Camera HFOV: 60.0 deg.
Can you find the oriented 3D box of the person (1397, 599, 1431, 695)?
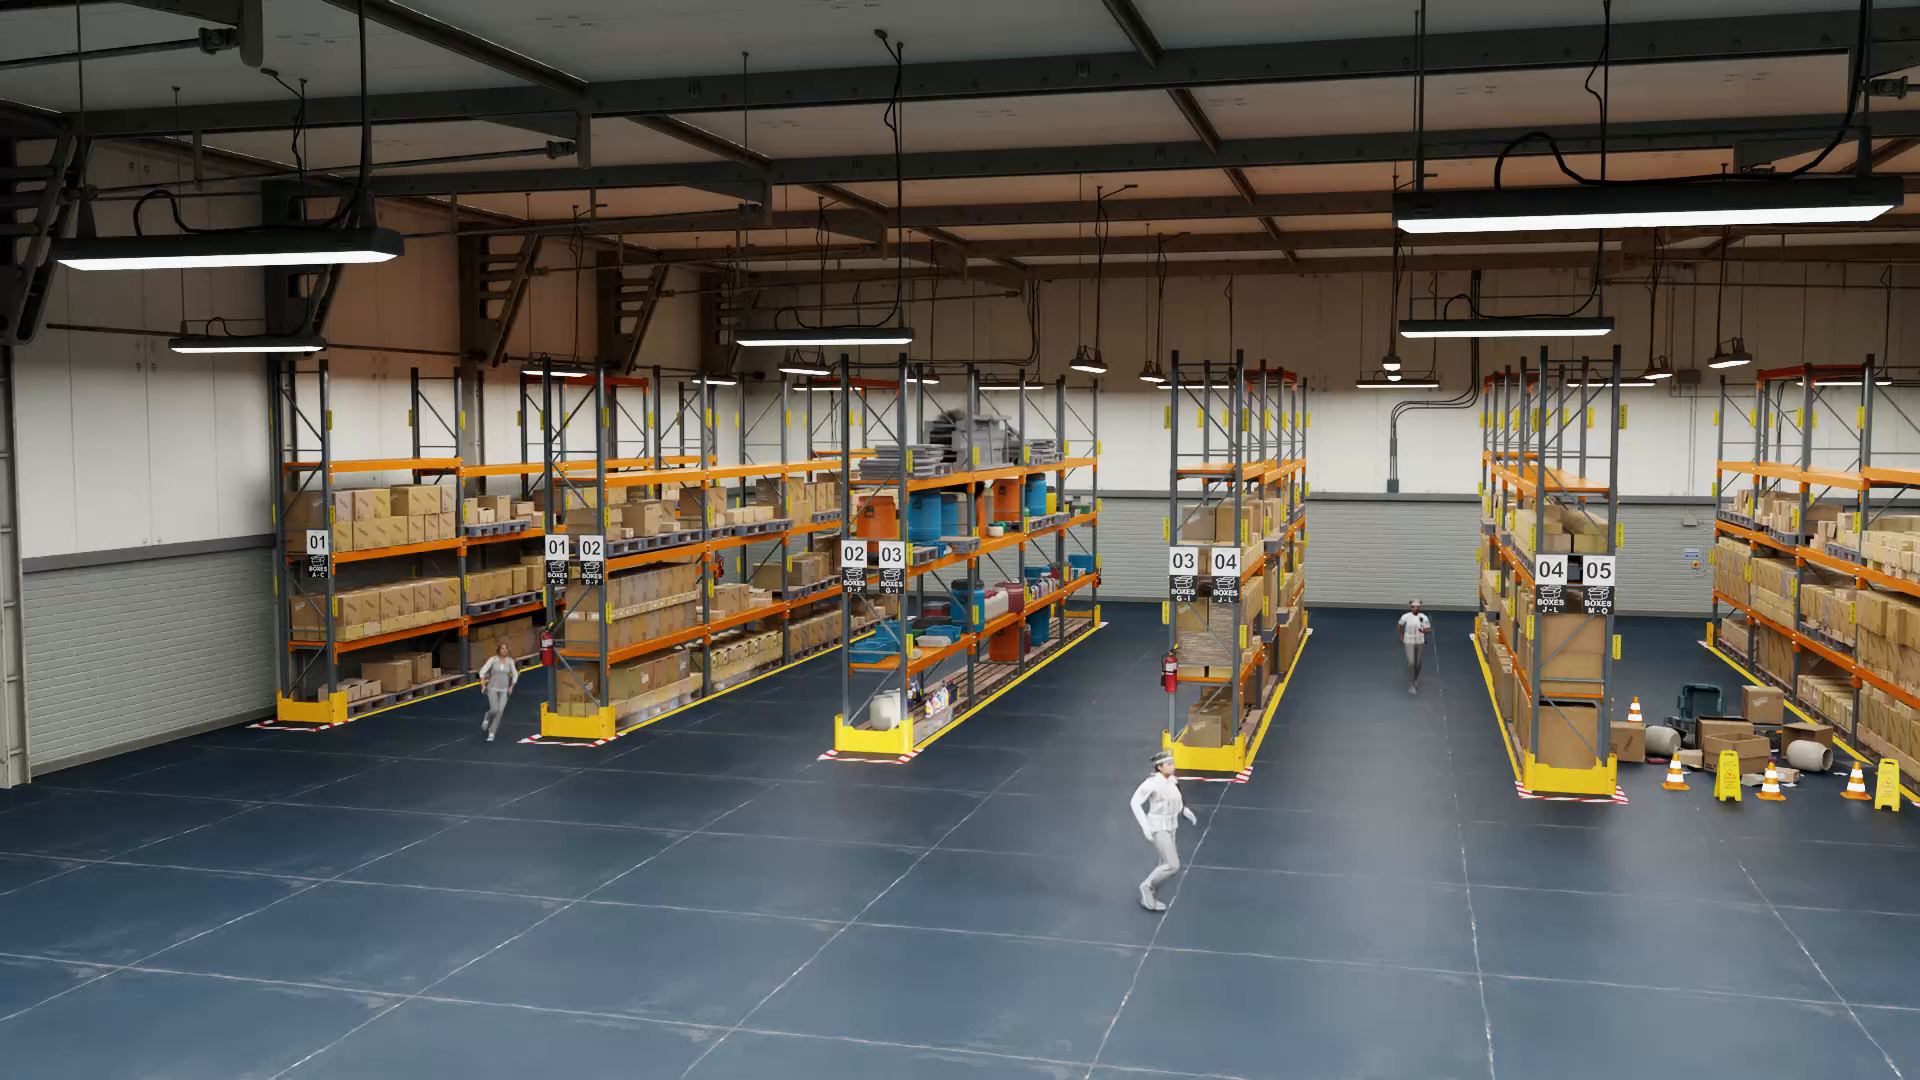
[{"bbox_3d":[8.380,1.937,30.669,0.562,1.716,0.885,0,4,5],"label":"person"}]

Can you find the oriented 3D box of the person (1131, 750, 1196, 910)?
[{"bbox_3d":[2.101,2.951,16.920,0.567,1.662,0.623,3,5,38],"label":"person"}]

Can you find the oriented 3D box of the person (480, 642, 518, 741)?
[{"bbox_3d":[-7.220,2.366,26.109,0.582,1.518,0.502,-2,5,-26],"label":"person"}]
